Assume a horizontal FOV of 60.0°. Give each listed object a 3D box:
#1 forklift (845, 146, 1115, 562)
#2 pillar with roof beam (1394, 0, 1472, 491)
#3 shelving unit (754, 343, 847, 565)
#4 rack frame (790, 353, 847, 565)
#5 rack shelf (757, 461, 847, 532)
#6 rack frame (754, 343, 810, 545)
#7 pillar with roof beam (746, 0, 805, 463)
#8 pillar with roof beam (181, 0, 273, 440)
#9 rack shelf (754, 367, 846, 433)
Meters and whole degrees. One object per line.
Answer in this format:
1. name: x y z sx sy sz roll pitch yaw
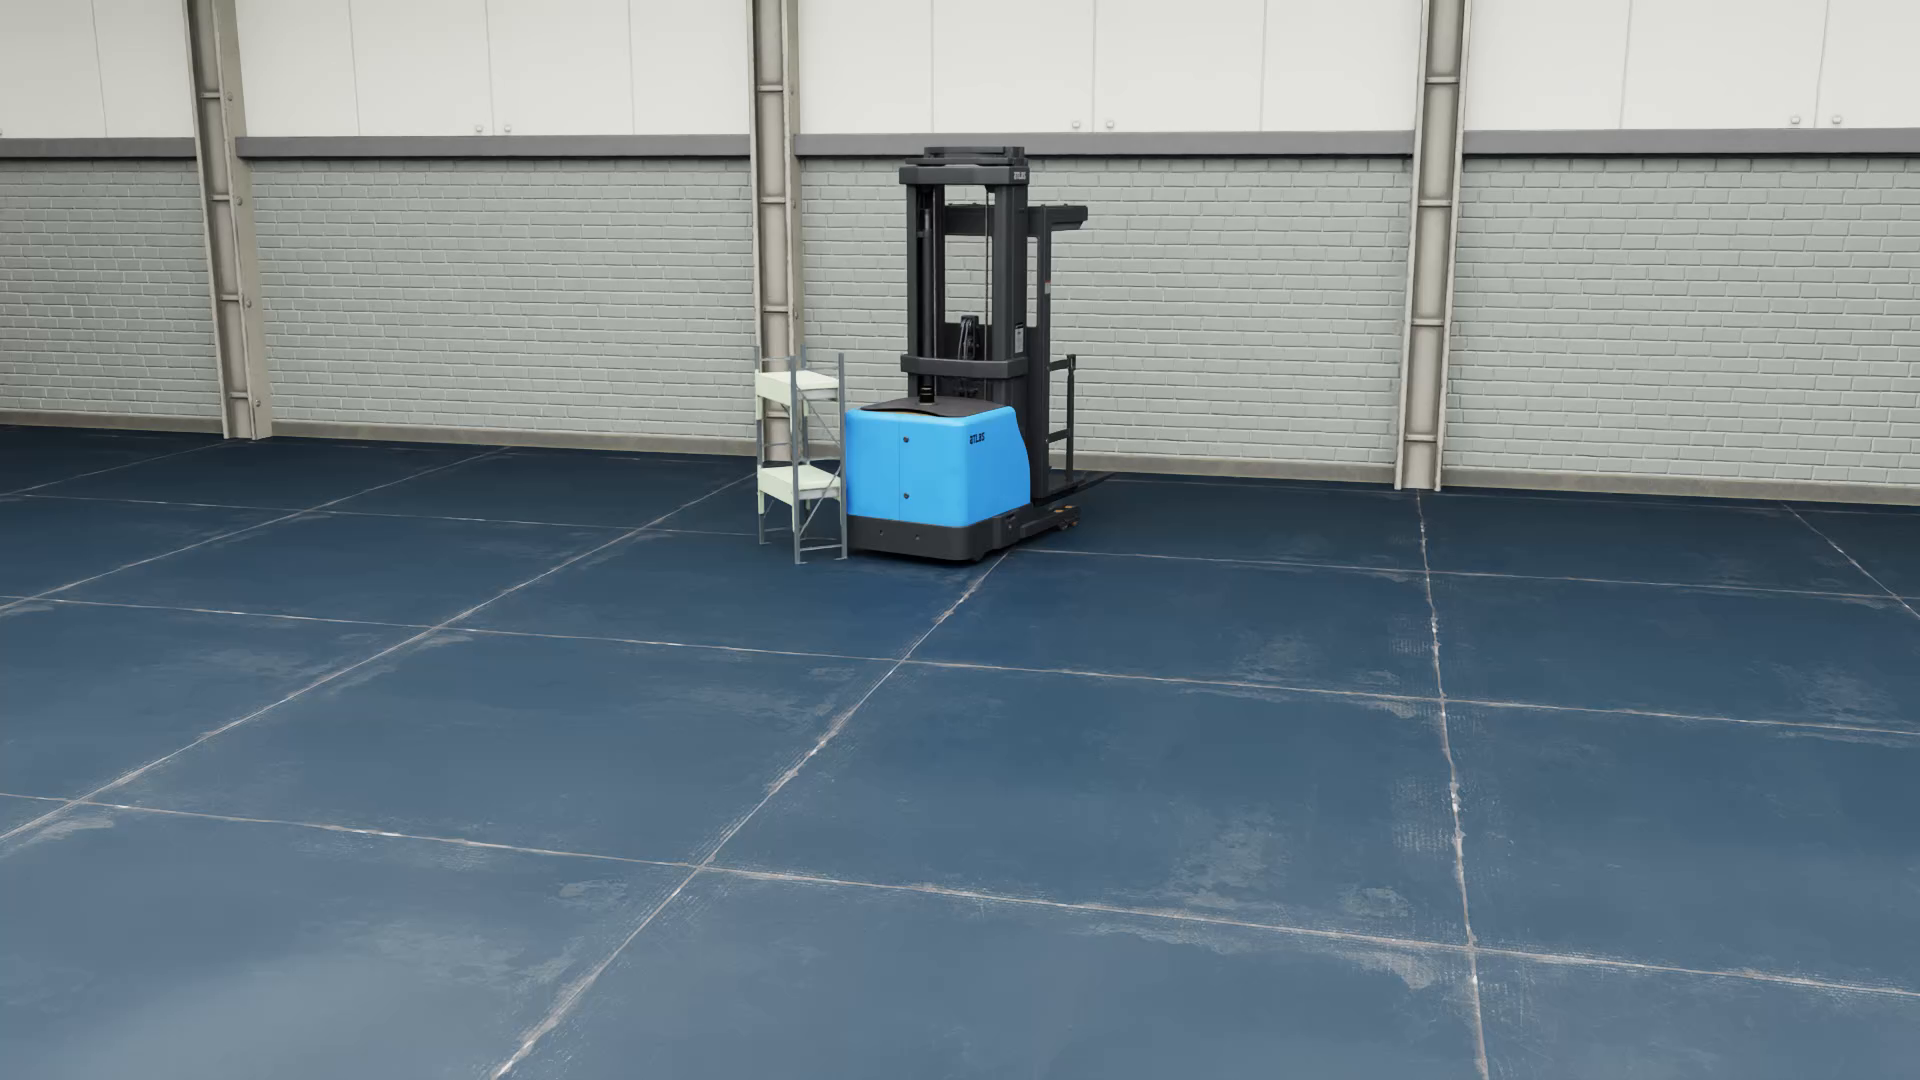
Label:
1. forklift: 0.308 -1.549 12.948 1.130 2.935 3.031 7 14 29
2. pillar with roof beam: 3.059 -3.963 9.821 0.400 9.000 9.100 3 13 14
3. shelving unit: -1.170 -0.647 12.188 0.431 1.500 0.755 -6 14 -26
4. rack frame: -1.005 -0.576 11.869 0.400 1.500 0.023 -6 14 -26
5. rack shelf: -1.170 -0.329 12.259 0.431 0.370 0.720 -6 14 -26
6. rack frame: -1.335 -0.718 12.507 0.400 1.500 0.023 -6 14 -26
7. pillar with roof beam: -2.766 -4.275 11.225 0.400 9.000 9.100 3 13 14
8. pillar with roof beam: -8.591 -4.586 12.628 0.400 9.000 9.100 3 13 14
9. rack shelf: -1.170 -1.028 12.103 0.431 0.370 0.720 -6 14 -26
